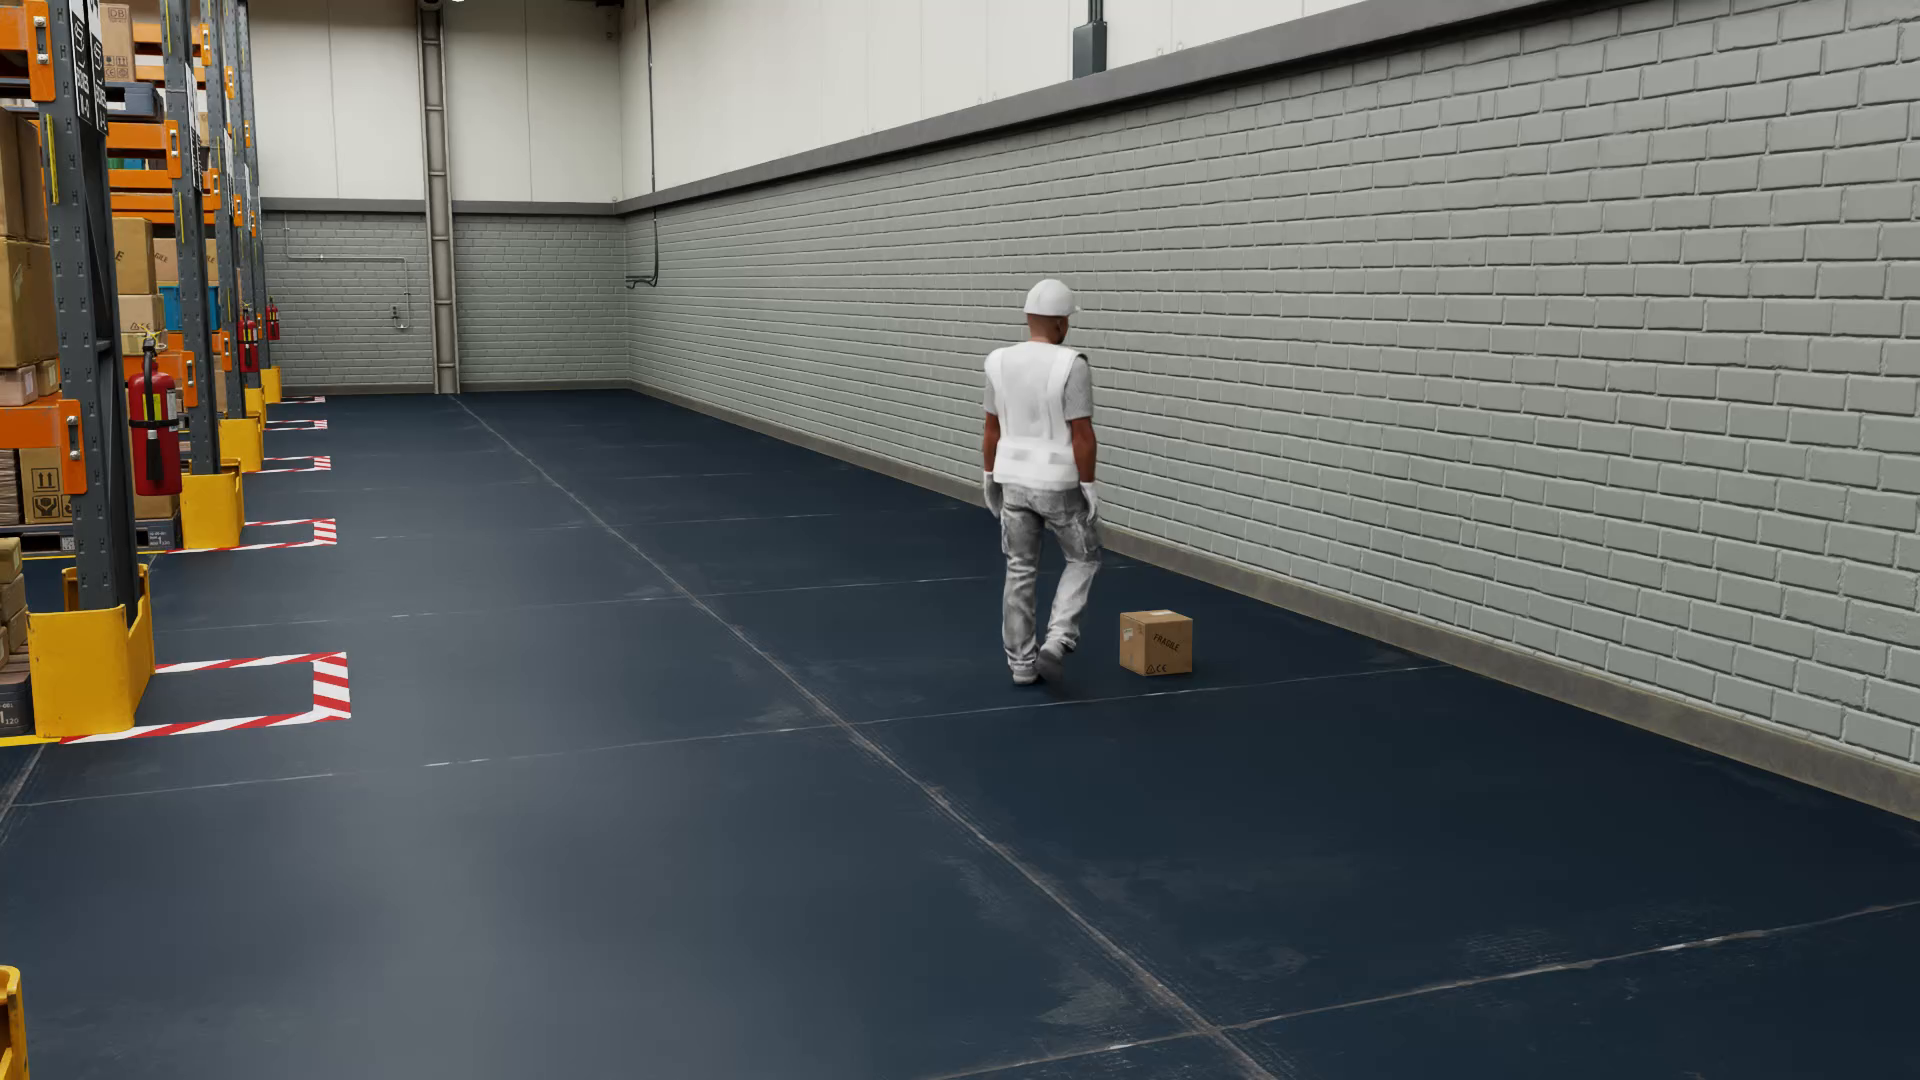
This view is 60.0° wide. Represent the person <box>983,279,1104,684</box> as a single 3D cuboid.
[{"bbox_3d":[0.355,-0.244,7.310,0.577,1.786,0.483,5,10,30],"label":"person"}]
